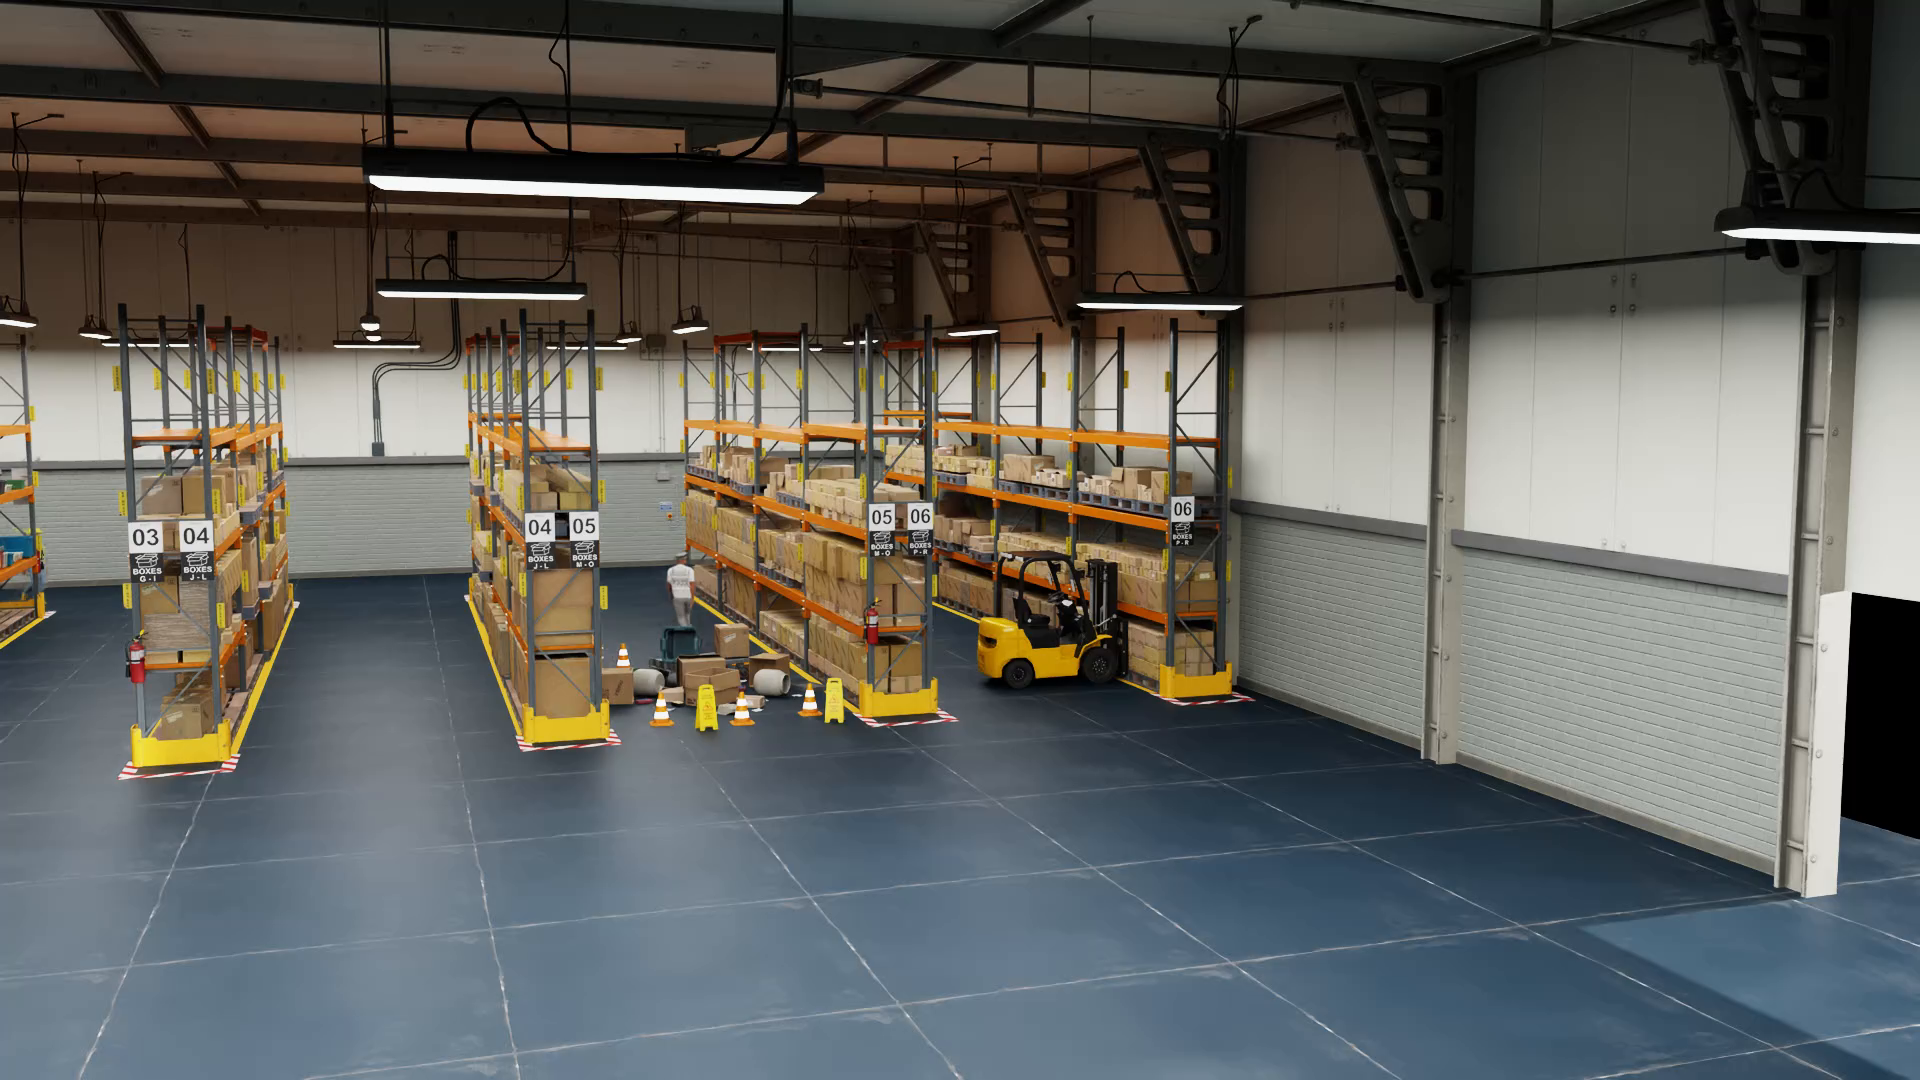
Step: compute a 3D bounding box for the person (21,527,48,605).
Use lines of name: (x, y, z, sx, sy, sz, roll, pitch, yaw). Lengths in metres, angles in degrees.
person: (-20.689, 0.586, 37.179, 0.534, 1.751, 0.615, 2, 6, 24)

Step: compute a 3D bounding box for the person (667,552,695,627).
person: (-5.331, 1.117, 31.727, 0.482, 1.788, 0.754, -3, 6, -30)
